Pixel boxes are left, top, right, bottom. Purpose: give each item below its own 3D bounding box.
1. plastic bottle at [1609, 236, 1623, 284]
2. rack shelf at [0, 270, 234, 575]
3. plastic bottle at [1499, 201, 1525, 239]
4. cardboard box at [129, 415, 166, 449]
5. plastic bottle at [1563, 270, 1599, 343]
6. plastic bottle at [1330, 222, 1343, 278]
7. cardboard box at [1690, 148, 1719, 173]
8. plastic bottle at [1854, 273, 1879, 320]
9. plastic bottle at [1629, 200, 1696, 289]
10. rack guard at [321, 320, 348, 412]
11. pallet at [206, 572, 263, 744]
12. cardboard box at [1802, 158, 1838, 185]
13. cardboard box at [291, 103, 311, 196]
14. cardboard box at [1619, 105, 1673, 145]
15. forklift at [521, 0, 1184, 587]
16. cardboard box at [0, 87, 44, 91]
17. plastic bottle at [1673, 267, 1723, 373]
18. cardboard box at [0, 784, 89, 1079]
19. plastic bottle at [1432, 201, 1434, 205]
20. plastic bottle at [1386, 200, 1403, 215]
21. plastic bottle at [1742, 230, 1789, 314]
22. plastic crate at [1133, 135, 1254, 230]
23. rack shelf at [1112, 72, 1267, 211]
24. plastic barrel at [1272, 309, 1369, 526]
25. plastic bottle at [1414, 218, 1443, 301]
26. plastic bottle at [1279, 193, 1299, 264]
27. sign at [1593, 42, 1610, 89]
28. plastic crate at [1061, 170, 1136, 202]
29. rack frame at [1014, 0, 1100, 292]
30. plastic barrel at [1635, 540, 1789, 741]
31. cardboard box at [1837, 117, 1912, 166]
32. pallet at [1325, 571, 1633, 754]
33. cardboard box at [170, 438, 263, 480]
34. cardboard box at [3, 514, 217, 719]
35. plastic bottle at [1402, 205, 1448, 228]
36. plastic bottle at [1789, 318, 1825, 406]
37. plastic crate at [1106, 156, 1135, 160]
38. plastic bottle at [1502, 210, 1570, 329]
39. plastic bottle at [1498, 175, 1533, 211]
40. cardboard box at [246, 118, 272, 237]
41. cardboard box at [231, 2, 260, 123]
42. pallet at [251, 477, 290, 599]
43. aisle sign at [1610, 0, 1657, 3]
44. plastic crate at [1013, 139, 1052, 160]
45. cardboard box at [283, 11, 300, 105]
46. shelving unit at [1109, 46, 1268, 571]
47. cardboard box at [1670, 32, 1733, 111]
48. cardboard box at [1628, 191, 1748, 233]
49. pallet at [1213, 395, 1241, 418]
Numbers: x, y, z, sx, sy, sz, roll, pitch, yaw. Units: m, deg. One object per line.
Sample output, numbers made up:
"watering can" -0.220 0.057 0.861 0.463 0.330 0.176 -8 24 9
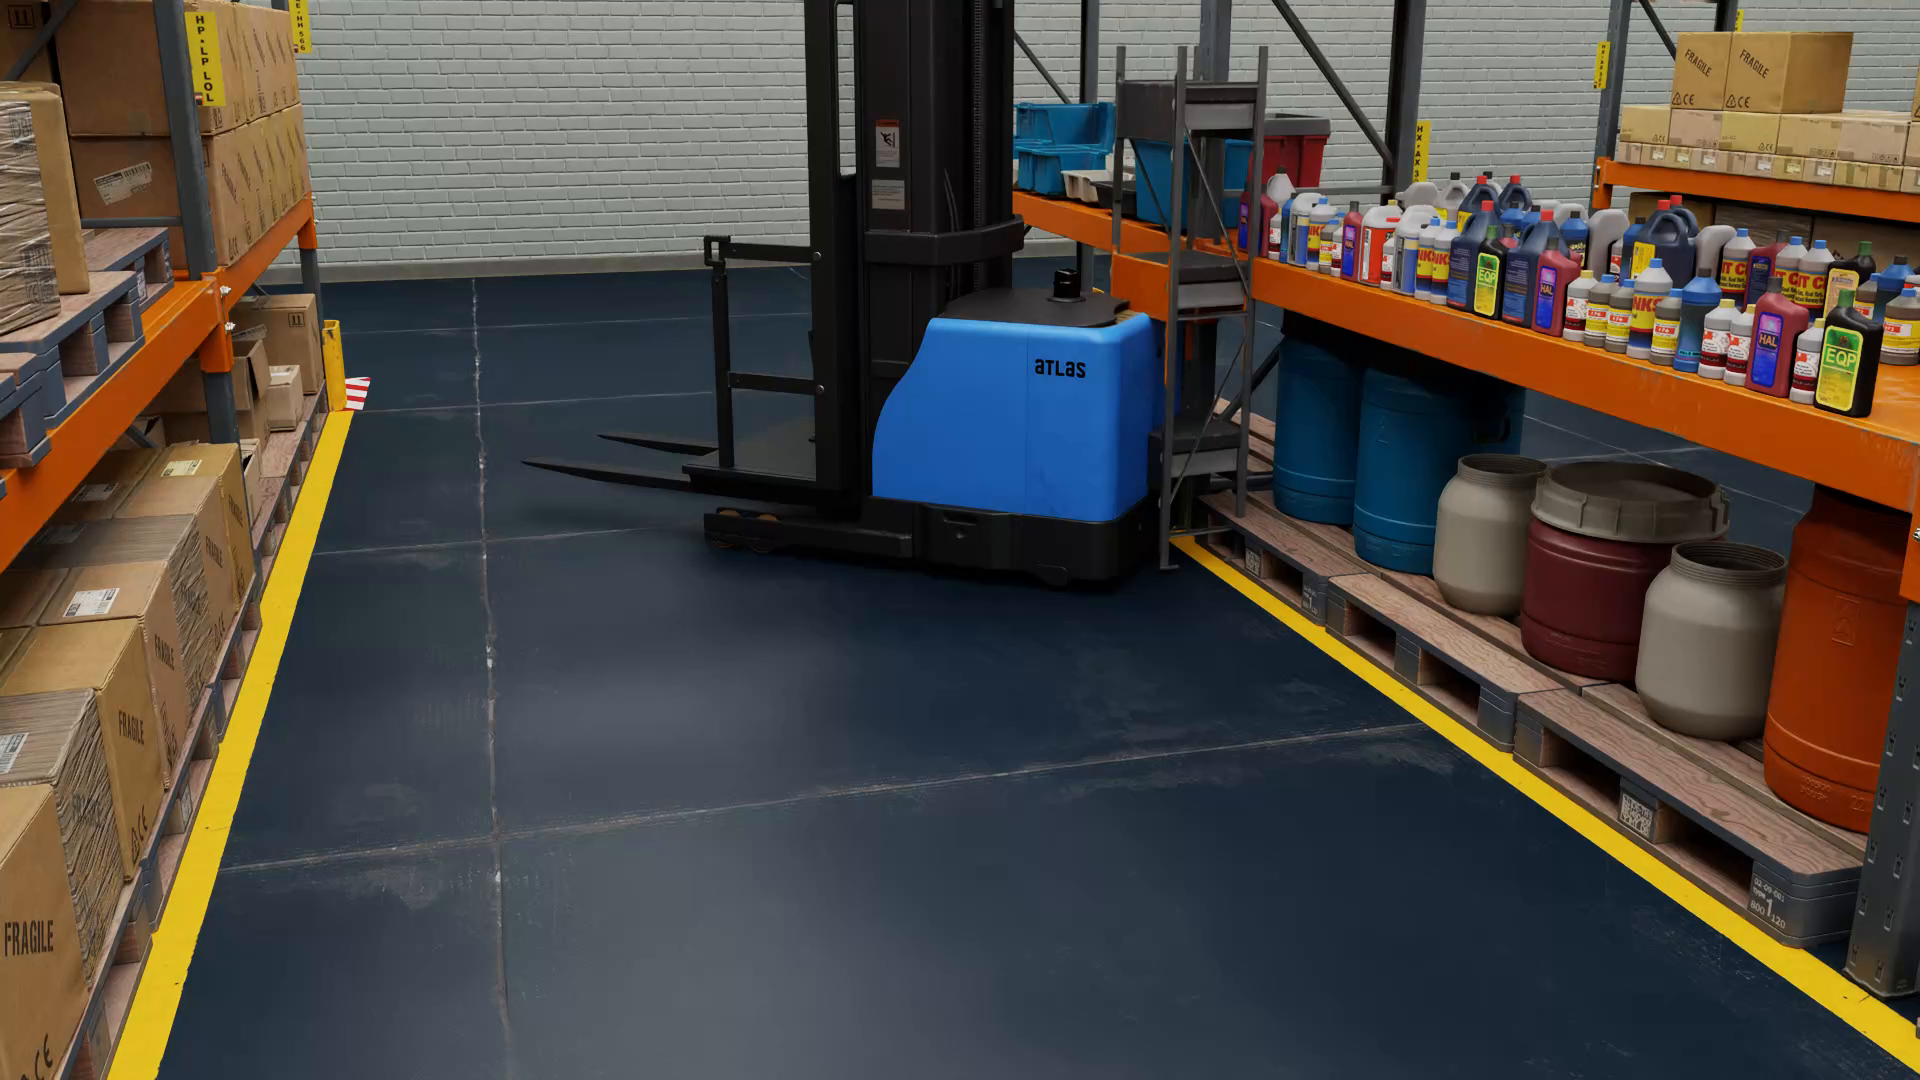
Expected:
"plastic bottle" 2.329 -0.973 5.823 0.097 0.201 0.097 0 17 0
"rack shelf" -2.702 -0.235 4.272 1.077 0.370 4.000 -5 17 -15
"plastic bottle" 2.055 -1.123 6.200 0.097 0.271 0.097 0 17 0
"cardboard box" -3.887 -0.399 7.474 0.500 0.311 0.500 -5 17 -15
"plastic bottle" 1.825 -0.686 4.867 0.097 0.201 0.097 0 17 0
"plastic bottle" 1.432 -1.081 6.182 0.097 0.201 0.097 0 17 0
"cardboard box" 5.170 -2.563 11.208 0.380 0.149 0.250 -5 17 -16
"plastic bottle" 2.633 -0.666 4.802 0.097 0.201 0.097 0 17 0
"plastic bottle" 2.272 -0.918 5.379 0.144 0.351 0.185 -5 17 -15
"rack guard" -4.330 -1.021 9.983 1.175 0.500 0.348 -5 17 -15
"pallet" -2.992 0.425 5.672 1.003 0.211 1.213 -5 17 -15
"cardboard box" 5.453 -2.279 10.263 0.380 0.149 0.250 -4 17 -14
"cardboard box" -3.966 -2.185 9.338 0.500 0.500 0.500 -4 17 -14
"cardboard box" 5.047 -2.938 11.763 0.500 0.250 0.500 -5 17 -17
"forklift" -0.576 -1.477 7.274 3.031 2.935 1.130 7 18 23
"cardboard box" -3.087 -1.048 4.824 0.700 0.500 0.500 -2 17 -6
"plastic bottle" 1.959 -0.585 4.408 0.097 0.271 0.097 0 17 0
"cardboard box" -2.003 0.811 3.117 0.500 0.500 0.500 -4 17 -13
"plastic bottle" 1.989 -1.315 6.961 0.097 0.201 0.097 0 17 0
"plastic bottle" 1.816 -1.330 7.011 0.097 0.201 0.097 0 17 0
"plastic bottle" 2.529 -0.830 5.203 0.061 0.283 0.133 -5 17 -15
"plastic crate" 1.055 -1.647 7.644 0.392 0.384 0.575 -5 17 -15
"rack shelf" 0.922 -1.625 6.744 0.431 0.518 0.480 -7 18 -22
"plastic barrel" 1.645 -0.568 7.046 0.600 0.901 0.708 -5 17 -15
"plastic bottle" 1.596 -0.949 5.622 0.097 0.271 0.097 0 17 0
"plastic bottle" 1.315 -1.233 6.565 0.097 0.271 0.097 0 17 0
"sign" 4.639 -3.432 12.021 0.100 0.325 0.005 -5 17 -15
"plastic crate" 0.744 -1.884 8.864 0.293 0.136 0.466 -5 17 -15
"rack frame" 0.412 -2.630 10.994 1.000 3.000 0.127 -5 17 -15
"plastic barrel" 2.219 0.290 4.867 0.421 0.512 0.421 0 17 0
"cardboard box" 5.615 -2.371 9.876 0.500 0.250 0.500 -4 17 -14
"pallet" 2.023 0.367 5.864 1.003 0.211 1.213 -5 17 -15
"cardboard box" -3.407 -0.358 7.592 0.380 0.166 0.250 -5 17 -15
"cardboard box" -2.576 0.243 5.008 0.500 0.500 0.500 -4 17 -15
"plastic bottle" 1.673 -1.062 5.989 0.152 0.276 0.135 -5 17 -15
"plastic bottle" 2.075 -0.434 4.027 0.097 0.201 0.097 0 17 0
"plastic crate" 0.876 -2.240 10.049 0.396 0.136 0.243 -5 17 -15
"plastic bottle" 1.772 -0.835 5.104 0.144 0.351 0.185 -5 17 -15
"plastic bottle" 2.130 -1.220 6.387 0.144 0.351 0.185 -5 17 -15
"cardboard box" -3.409 -1.623 7.469 0.500 0.500 0.500 -5 17 -16
"cardboard box" -3.394 -2.097 7.308 0.500 0.500 0.500 -5 17 -17
"pallet" -3.440 0.013 7.044 1.003 0.211 1.213 -5 17 -15
"aisle sign" 4.866 -4.263 11.911 0.394 0.787 0.004 -5 17 -15
"plastic crate" 0.345 -2.302 10.089 0.416 0.233 0.300 -5 17 -15
"cardboard box" -3.965 -2.665 9.198 0.500 0.500 0.500 -5 17 -16
"shelving unit" 0.923 -0.967 6.940 0.431 2.100 0.503 -7 18 -22
"cardboard box" 5.184 -3.159 11.195 0.500 0.500 0.500 -5 17 -17
"cardboard box" 5.427 -2.034 11.974 0.875 0.875 0.875 -5 17 -15
"pallet" 0.933 -0.727 9.504 1.003 0.211 1.213 -5 17 -15
